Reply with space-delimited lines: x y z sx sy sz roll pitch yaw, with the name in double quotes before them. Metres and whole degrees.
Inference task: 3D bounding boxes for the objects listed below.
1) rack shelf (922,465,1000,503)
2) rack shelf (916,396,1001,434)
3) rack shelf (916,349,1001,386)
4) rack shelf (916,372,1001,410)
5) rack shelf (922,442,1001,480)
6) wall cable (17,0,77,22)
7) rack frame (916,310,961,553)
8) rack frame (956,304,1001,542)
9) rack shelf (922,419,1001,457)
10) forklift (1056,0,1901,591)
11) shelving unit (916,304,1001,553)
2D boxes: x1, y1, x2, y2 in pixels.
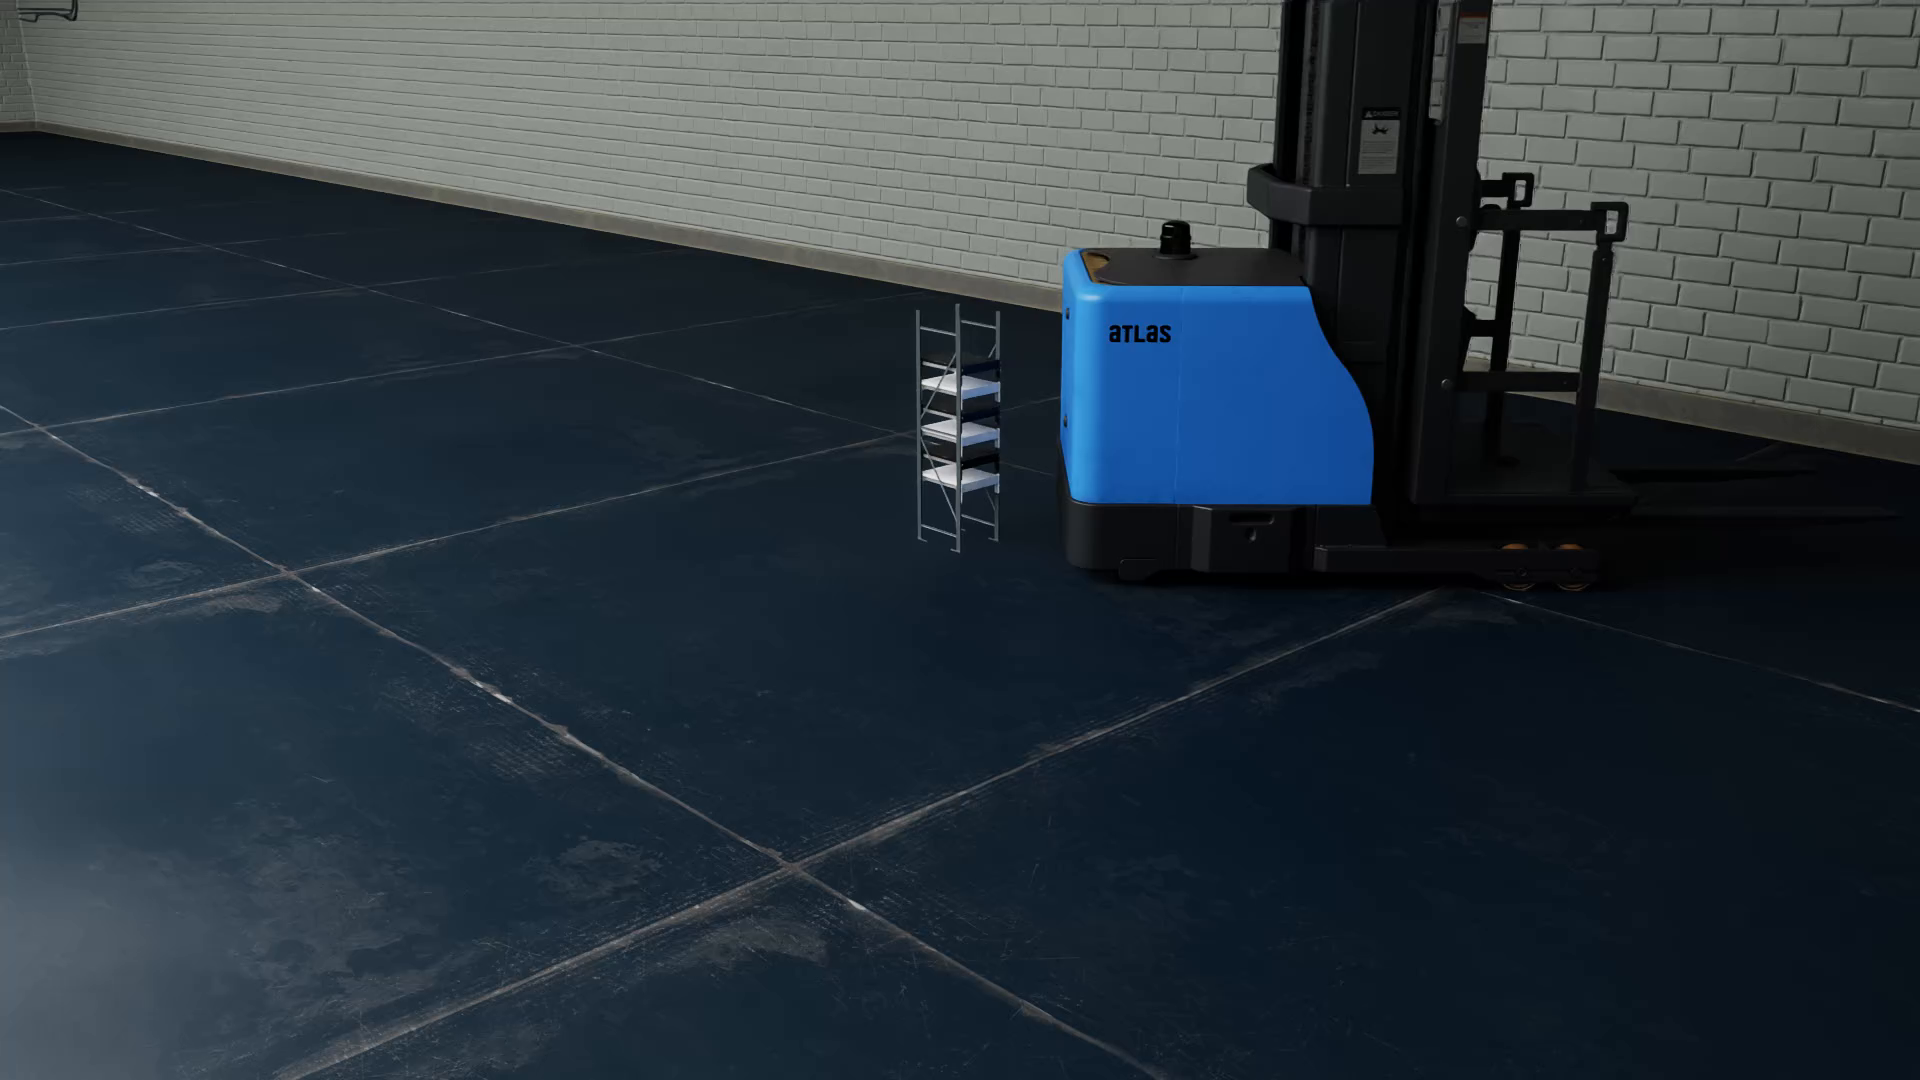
"rack shelf" -0.006 -0.223 6.406 0.200 0.077 0.258 -16 24 -41
"rack shelf" -0.006 -0.480 6.323 0.200 0.077 0.258 -16 24 -41
"rack shelf" -0.006 -0.651 6.268 0.200 0.077 0.258 -16 24 -41
"rack shelf" -0.006 -0.566 6.295 0.200 0.077 0.258 -16 24 -41
"rack shelf" -0.006 -0.309 6.379 0.200 0.077 0.258 -16 24 -41
"wall cable" -13.951 -9.095 24.981 0.112 2.526 3.097 -16 24 -41
"rack frame" -0.080 -0.405 6.274 0.006 0.900 0.240 -16 24 -41
"rack frame" 0.068 -0.448 6.407 0.006 0.900 0.240 -16 24 -41
"rack shelf" -0.006 -0.395 6.351 0.200 0.077 0.258 -16 24 -41
"forklift" 1.905 -1.377 5.980 3.031 2.935 1.130 0 18 1
"shelving unit" -0.006 -0.426 6.341 0.210 0.900 0.258 -16 24 -41
